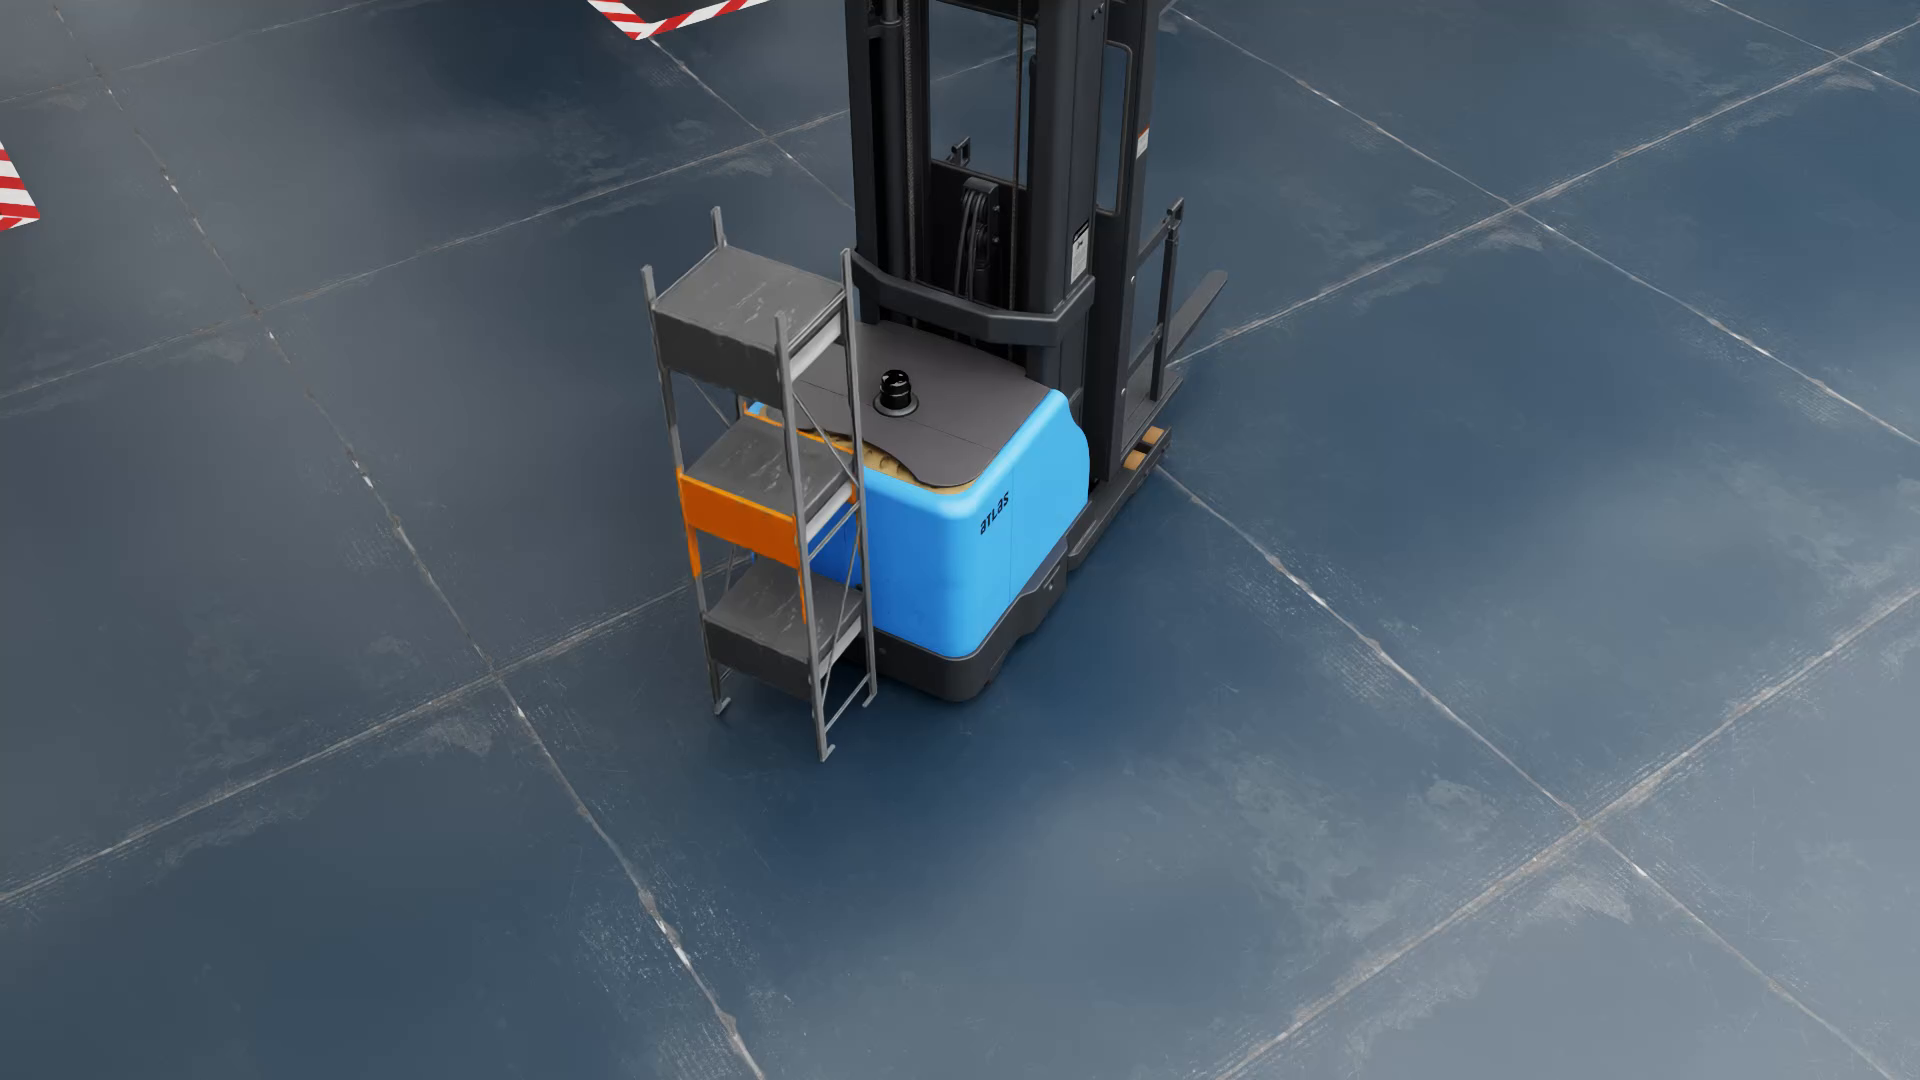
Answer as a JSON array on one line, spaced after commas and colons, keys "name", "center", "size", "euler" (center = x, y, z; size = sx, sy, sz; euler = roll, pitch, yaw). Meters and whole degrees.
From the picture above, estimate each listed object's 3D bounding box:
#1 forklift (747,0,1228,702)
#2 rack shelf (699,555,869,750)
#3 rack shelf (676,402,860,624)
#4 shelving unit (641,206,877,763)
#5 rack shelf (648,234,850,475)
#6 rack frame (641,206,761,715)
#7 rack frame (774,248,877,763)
[{"name": "forklift", "center": [0.309, -1.440, 6.626], "size": [1.130, 2.935, 3.031], "euler": [21, 48, 21]}, {"name": "rack shelf", "center": [-0.647, 0.405, 6.327], "size": [0.480, 0.518, 0.431], "euler": [21, 48, 21]}, {"name": "rack shelf", "center": [-0.650, -0.097, 5.839], "size": [0.480, 0.518, 0.431], "euler": [21, 48, 21]}, {"name": "shelving unit", "center": [-0.651, -0.107, 5.829], "size": [0.503, 2.100, 0.431], "euler": [21, 48, 21]}, {"name": "rack shelf", "center": [-0.654, -0.600, 5.351], "size": [0.480, 0.518, 0.431], "euler": [21, 48, 21]}, {"name": "rack frame", "center": [-0.864, -0.189, 5.915], "size": [0.015, 2.100, 0.400], "euler": [21, 48, 21]}, {"name": "rack frame", "center": [-0.437, -0.025, 5.743], "size": [0.015, 2.100, 0.400], "euler": [21, 48, 21]}]
